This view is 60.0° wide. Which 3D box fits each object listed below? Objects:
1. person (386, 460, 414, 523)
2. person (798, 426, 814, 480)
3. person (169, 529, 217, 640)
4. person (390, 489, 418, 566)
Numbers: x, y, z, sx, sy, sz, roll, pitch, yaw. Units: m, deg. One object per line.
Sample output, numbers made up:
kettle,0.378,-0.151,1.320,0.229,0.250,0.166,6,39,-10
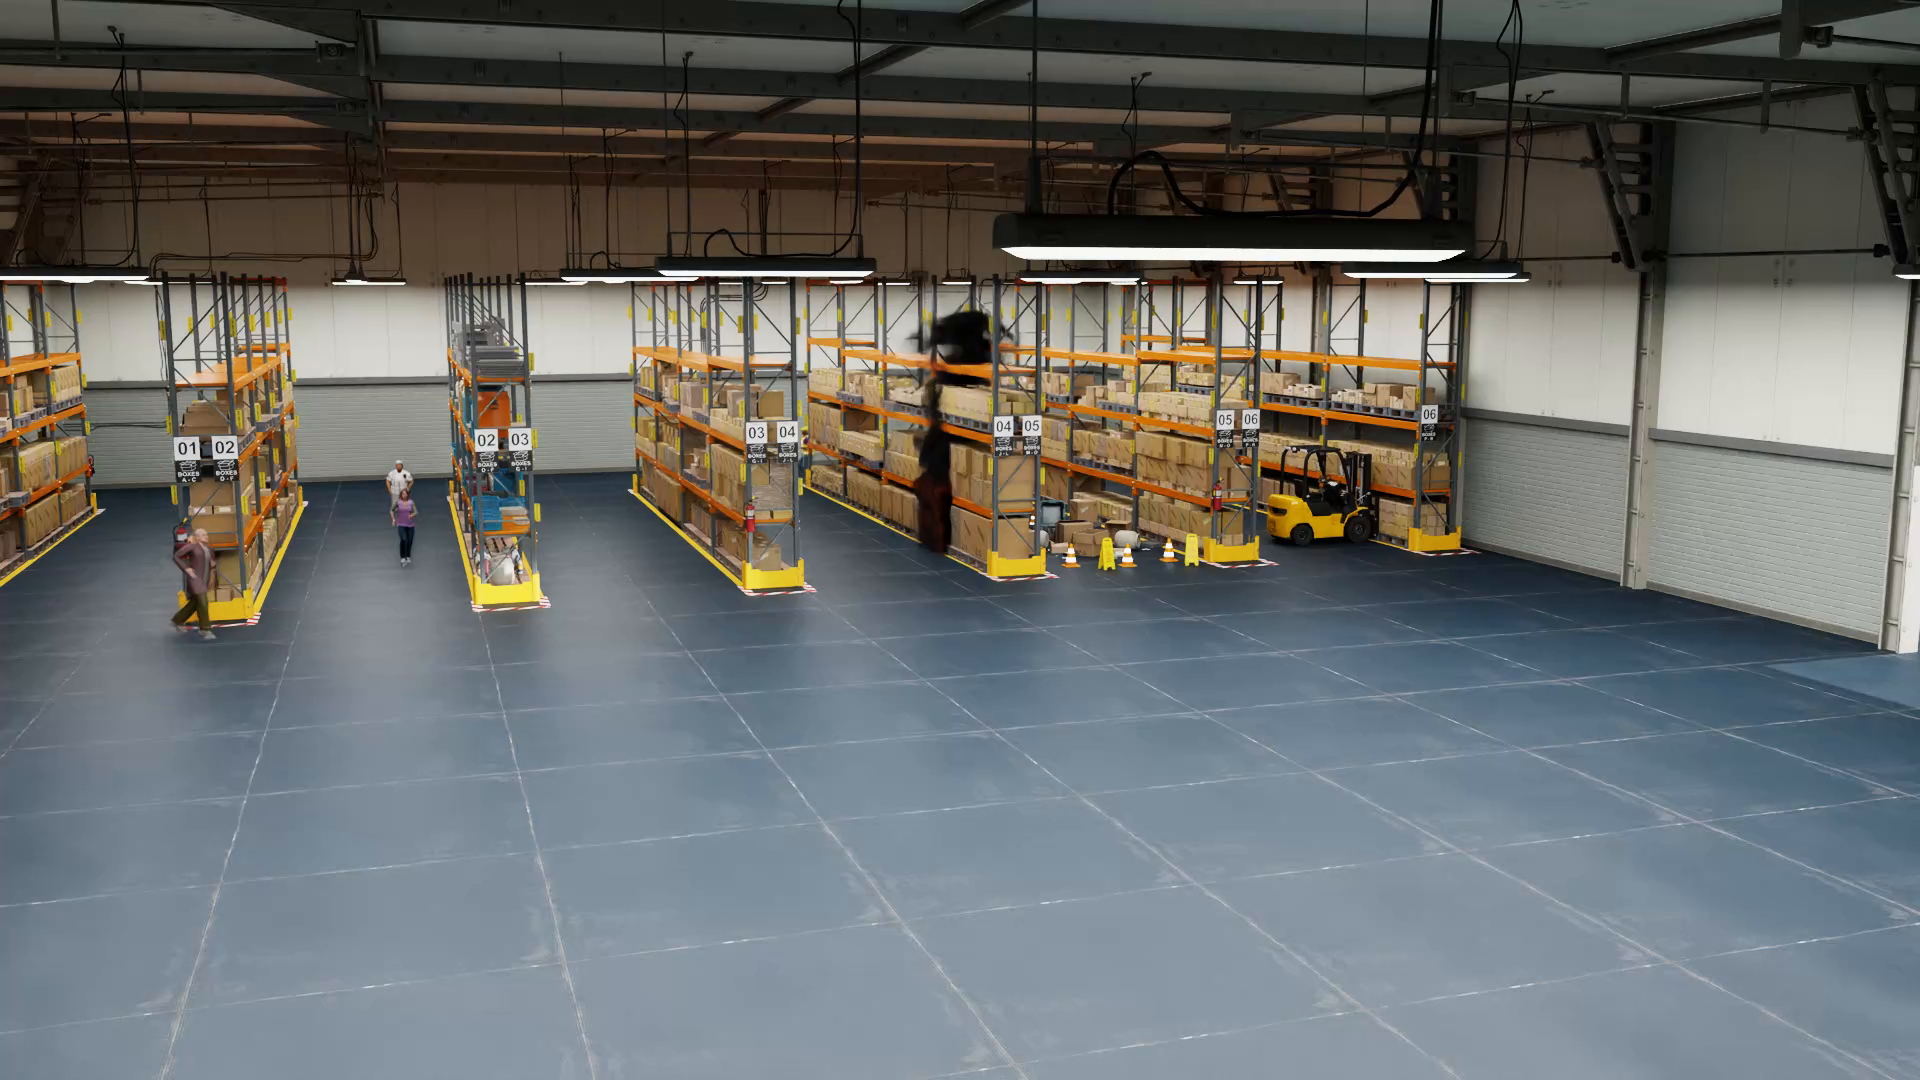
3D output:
person,-13.465,-1.099,40.005,0.634,1.635,0.559,-2,9,-15
person,-4.570,-2.593,49.612,0.609,1.684,0.774,-3,9,-17
person,-12.656,0.720,27.608,0.930,1.822,0.705,2,9,11
person,-11.519,-0.263,34.526,0.510,1.607,0.676,-5,10,-29
